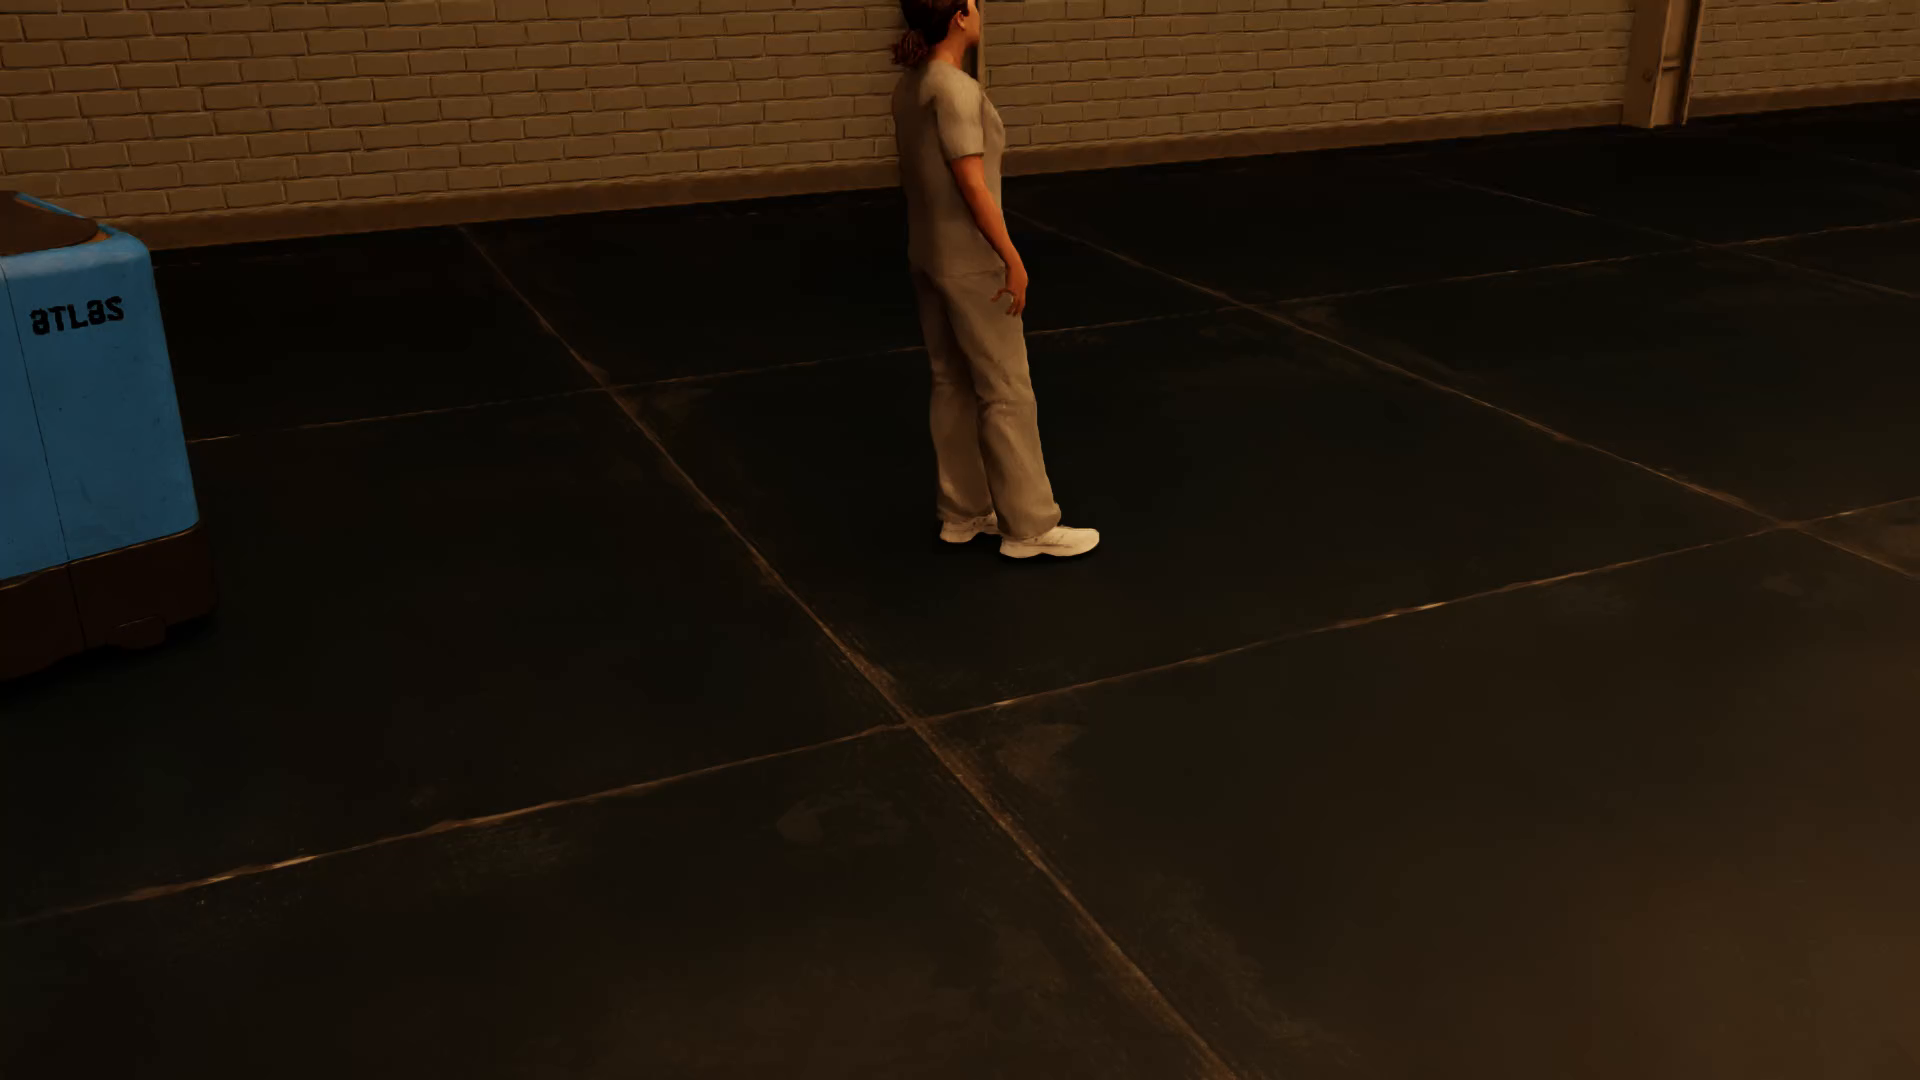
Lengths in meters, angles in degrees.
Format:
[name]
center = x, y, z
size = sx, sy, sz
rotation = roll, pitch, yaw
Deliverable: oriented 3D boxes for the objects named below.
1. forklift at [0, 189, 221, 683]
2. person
[forklift]
center = -3.399, -0.837, 3.302
size = 1.130, 2.935, 3.031
rotation = 21, 30, 41
[person]
center = 0.072, -0.788, 4.800
size = 0.548, 1.674, 0.550
rotation = -10, 25, -23
